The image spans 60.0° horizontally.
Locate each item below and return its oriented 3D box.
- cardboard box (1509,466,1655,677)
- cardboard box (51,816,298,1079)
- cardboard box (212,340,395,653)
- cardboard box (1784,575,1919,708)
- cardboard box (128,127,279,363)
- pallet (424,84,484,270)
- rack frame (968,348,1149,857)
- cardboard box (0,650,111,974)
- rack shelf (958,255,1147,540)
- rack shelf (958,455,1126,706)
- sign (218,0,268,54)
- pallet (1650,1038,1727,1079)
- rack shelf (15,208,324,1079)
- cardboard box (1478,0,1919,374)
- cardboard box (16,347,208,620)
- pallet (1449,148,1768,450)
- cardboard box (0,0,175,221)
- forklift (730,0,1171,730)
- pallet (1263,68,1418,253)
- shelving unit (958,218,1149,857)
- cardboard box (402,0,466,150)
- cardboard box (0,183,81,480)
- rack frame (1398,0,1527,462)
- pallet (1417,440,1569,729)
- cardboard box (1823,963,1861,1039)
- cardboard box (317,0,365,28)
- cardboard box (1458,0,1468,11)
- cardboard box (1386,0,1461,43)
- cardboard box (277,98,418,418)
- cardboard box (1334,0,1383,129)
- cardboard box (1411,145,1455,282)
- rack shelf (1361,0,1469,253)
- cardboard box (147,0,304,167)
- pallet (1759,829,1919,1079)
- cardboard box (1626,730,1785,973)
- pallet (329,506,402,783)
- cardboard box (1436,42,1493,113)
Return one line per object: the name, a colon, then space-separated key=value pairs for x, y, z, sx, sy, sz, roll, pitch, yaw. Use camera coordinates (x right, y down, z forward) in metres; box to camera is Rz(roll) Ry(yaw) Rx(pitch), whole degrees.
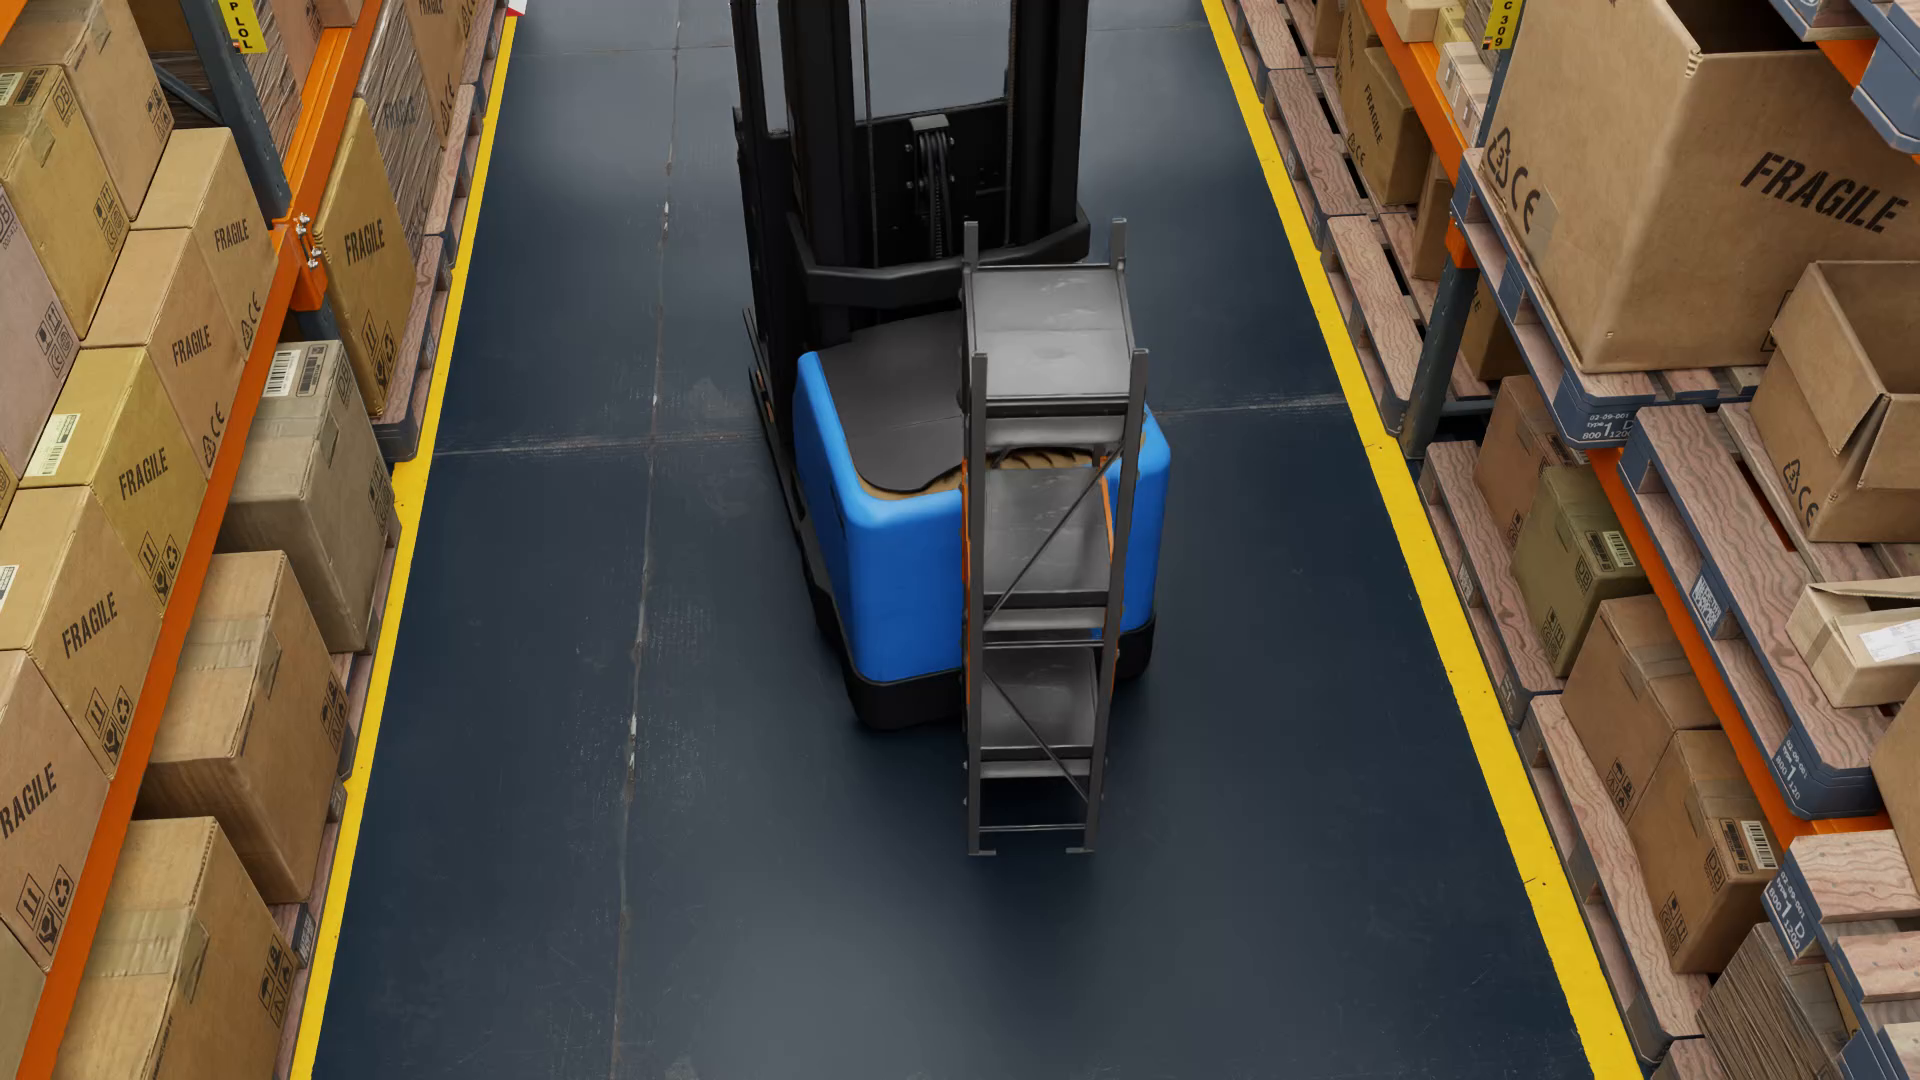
cardboard box: x=2.299 y=0.084 z=5.523 sx=0.700 sy=0.500 sz=0.500 roll=-4 pitch=47 yaw=-4
cardboard box: x=-2.406 y=1.257 z=4.254 sx=1.050 sy=0.750 sz=0.750 roll=-3 pitch=47 yaw=-3
cardboard box: x=-2.561 y=-0.115 z=5.553 sx=1.050 sy=0.750 sz=0.750 roll=-4 pitch=47 yaw=-3
cardboard box: x=2.174 y=0.189 z=3.808 sx=0.396 sy=0.266 sz=0.258 roll=-5 pitch=47 yaw=-4
cardboard box: x=-2.393 y=-0.861 z=4.931 sx=0.500 sy=0.500 sz=0.500 roll=-4 pitch=47 yaw=-4
pallet: x=-2.794 y=-1.669 z=7.685 sx=1.003 sy=0.211 sz=1.213 roll=-3 pitch=47 yaw=-3
rack frame: x=0.227 y=0.287 z=4.531 sx=0.400 sy=2.100 sz=0.015 roll=-1 pitch=47 yaw=-1
cardboard box: x=-2.224 y=0.598 z=3.549 sx=0.500 sy=0.500 sz=0.500 roll=-4 pitch=47 yaw=-3
rack shelf: x=0.218 y=-0.357 z=4.191 sx=0.431 sy=0.518 sz=0.480 roll=-1 pitch=47 yaw=-1
rack shelf: x=0.218 y=0.117 z=4.707 sx=0.431 sy=0.518 sz=0.480 roll=-1 pitch=47 yaw=-1
sign: x=-2.163 y=-1.599 z=4.955 sx=0.100 sy=0.325 sz=0.005 roll=-3 pitch=47 yaw=-3
pallet: x=2.519 y=1.871 z=4.332 sx=1.003 sy=0.211 sz=1.213 roll=-3 pitch=47 yaw=-3
rack shelf: x=-2.535 y=0.506 z=4.200 sx=1.077 sy=0.370 sz=4.000 roll=-3 pitch=47 yaw=-3
cardboard box: x=2.175 y=-1.184 z=4.603 sx=1.000 sy=1.000 sz=1.000 roll=-3 pitch=47 yaw=-3
cardboard box: x=-2.308 y=-0.130 z=4.238 sx=0.500 sy=0.500 sz=0.500 roll=-3 pitch=47 yaw=-3
pallet: x=2.167 y=-0.789 z=5.063 sx=1.003 sy=0.211 sz=1.213 roll=-3 pitch=47 yaw=-3
cardboard box: x=-2.655 y=-1.207 z=4.570 sx=0.700 sy=0.500 sz=0.500 roll=-4 pitch=47 yaw=-4
forklift: x=-0.222 y=-1.467 z=5.621 sx=1.130 sy=2.935 sz=3.031 roll=-11 pitch=48 yaw=-11
pallet: x=2.052 y=-1.826 z=7.834 sx=1.003 sy=0.211 sz=1.213 roll=-3 pitch=47 yaw=-3
shelving unit: x=0.218 y=0.108 z=4.697 sx=0.431 sy=2.100 sz=0.503 roll=-1 pitch=47 yaw=-1
cardboard box: x=-2.839 y=-2.373 z=7.605 sx=0.875 sy=0.875 sz=0.875 roll=-4 pitch=47 yaw=-4
cardboard box: x=-2.568 y=-0.470 z=3.871 sx=0.700 sy=0.500 sz=0.500 roll=-3 pitch=47 yaw=-3
rack frame: x=2.248 y=-1.416 z=5.525 sx=1.000 sy=3.000 sz=0.127 roll=-3 pitch=47 yaw=-3
pallet: x=2.315 y=0.106 z=6.004 sx=1.003 sy=0.211 sz=1.213 roll=-3 pitch=47 yaw=-3
cardboard box: x=2.443 y=1.062 z=4.080 sx=0.500 sy=0.250 sz=0.500 roll=1 pitch=47 yaw=1
cardboard box: x=-2.742 y=-2.300 z=6.259 sx=0.875 sy=0.550 sz=0.550 roll=-3 pitch=47 yaw=-3
cardboard box: x=2.265 y=-2.246 z=6.038 sx=0.875 sy=0.500 sz=0.500 roll=-3 pitch=47 yaw=-3
cardboard box: x=1.833 y=-2.008 z=6.258 sx=0.380 sy=0.149 sz=0.250 roll=-3 pitch=47 yaw=-3
cardboard box: x=-2.686 y=-1.061 z=6.363 sx=0.875 sy=0.875 sz=0.875 roll=-3 pitch=47 yaw=-3
cardboard box: x=2.067 y=-2.258 z=7.755 sx=0.500 sy=0.500 sz=0.500 roll=0 pitch=47 yaw=0
cardboard box: x=2.199 y=-1.407 z=6.949 sx=0.500 sy=0.500 sz=0.500 roll=10 pitch=47 yaw=9
rack shelf: x=2.081 y=-2.616 z=7.157 sx=1.077 sy=0.370 sz=4.000 roll=-3 pitch=47 yaw=-3
cardboard box: x=-2.746 y=-1.506 z=5.507 sx=0.875 sy=0.550 sz=0.550 roll=-3 pitch=47 yaw=-3
pallet: x=2.417 y=1.035 z=3.336 sx=1.213 sy=0.211 sz=1.003 roll=-3 pitch=47 yaw=-3
cardboard box: x=2.394 y=0.892 z=4.758 sx=0.700 sy=0.500 sz=0.500 roll=0 pitch=47 yaw=0
pallet: x=-2.563 y=0.325 z=5.797 sx=1.003 sy=0.211 sz=1.213 roll=-3 pitch=47 yaw=-3
cardboard box: x=1.926 y=-1.649 z=5.919 sx=0.380 sy=0.149 sz=0.250 roll=-3 pitch=47 yaw=-3
